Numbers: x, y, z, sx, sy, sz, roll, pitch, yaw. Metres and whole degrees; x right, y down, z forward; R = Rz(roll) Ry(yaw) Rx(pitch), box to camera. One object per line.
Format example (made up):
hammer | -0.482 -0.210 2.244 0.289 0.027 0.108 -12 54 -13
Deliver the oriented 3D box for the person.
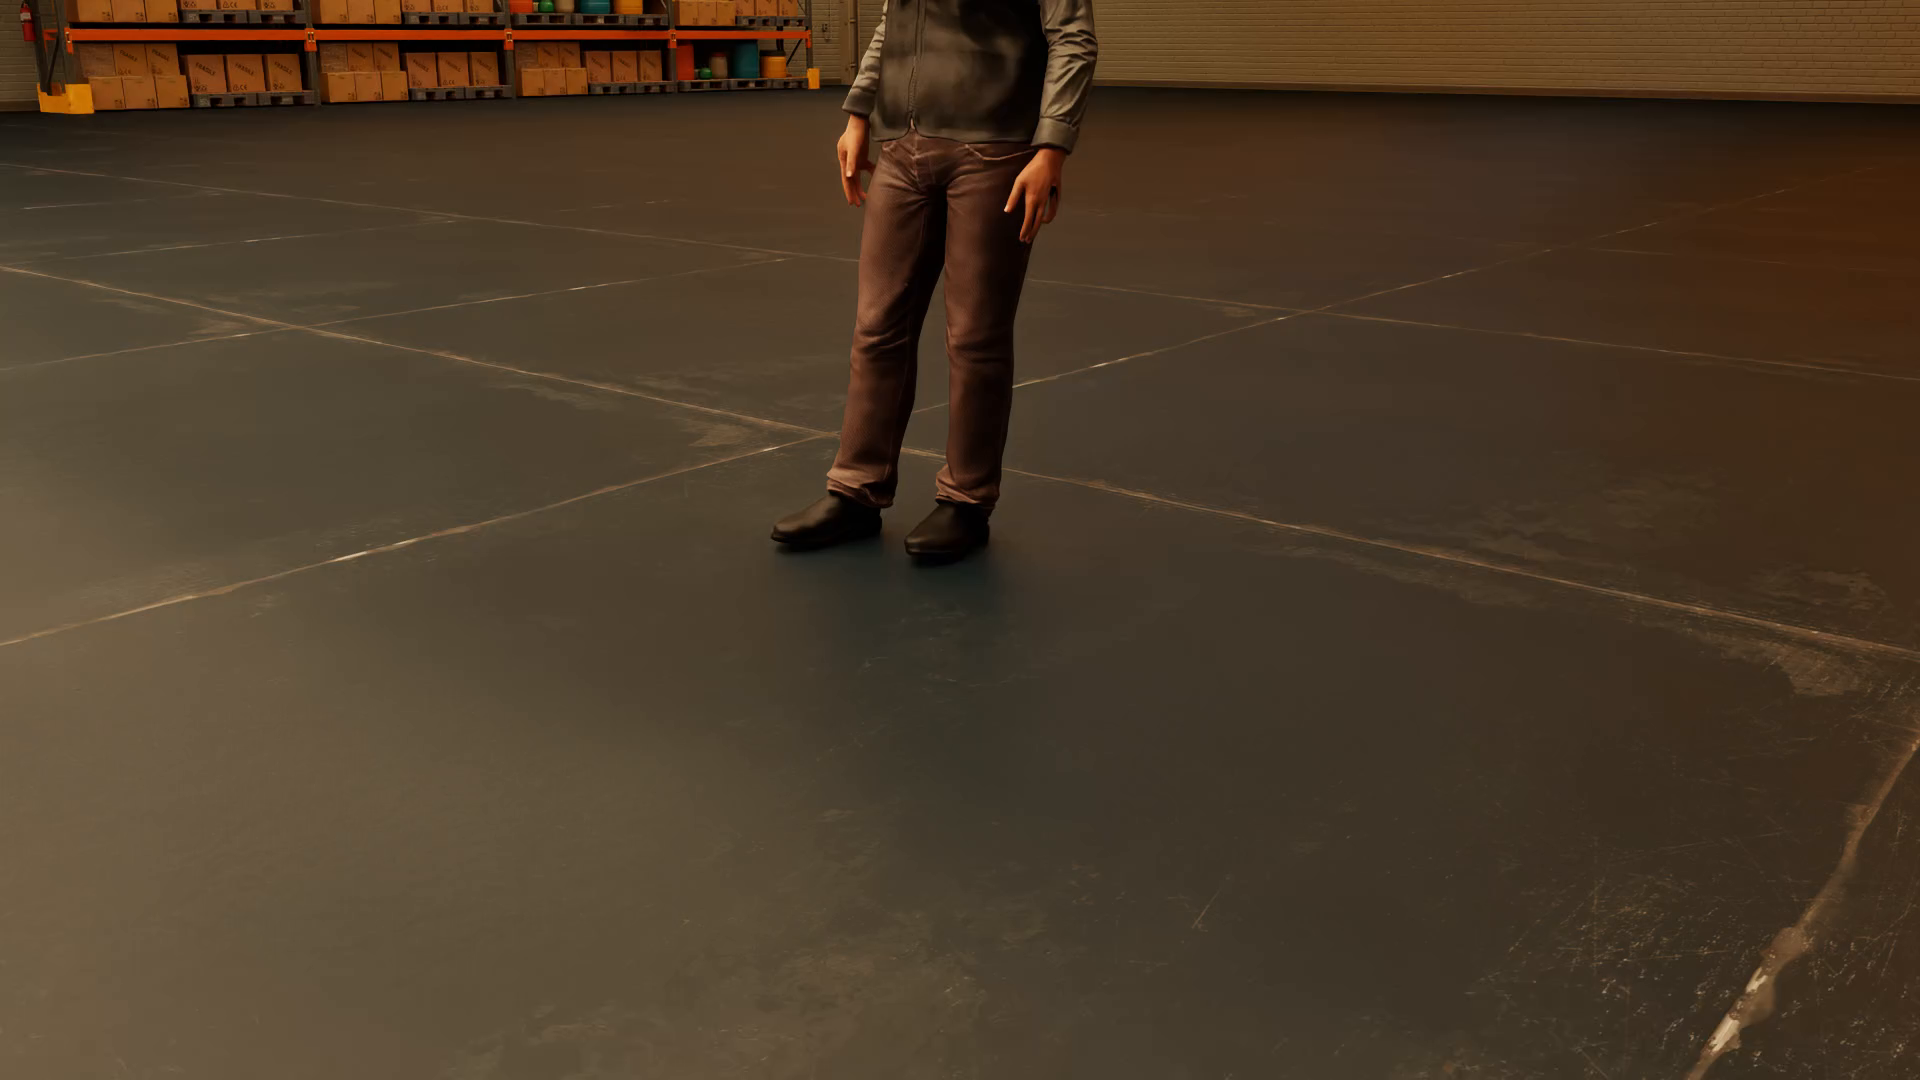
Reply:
person | -0.046 -0.818 3.649 0.632 1.720 0.568 13 21 37
